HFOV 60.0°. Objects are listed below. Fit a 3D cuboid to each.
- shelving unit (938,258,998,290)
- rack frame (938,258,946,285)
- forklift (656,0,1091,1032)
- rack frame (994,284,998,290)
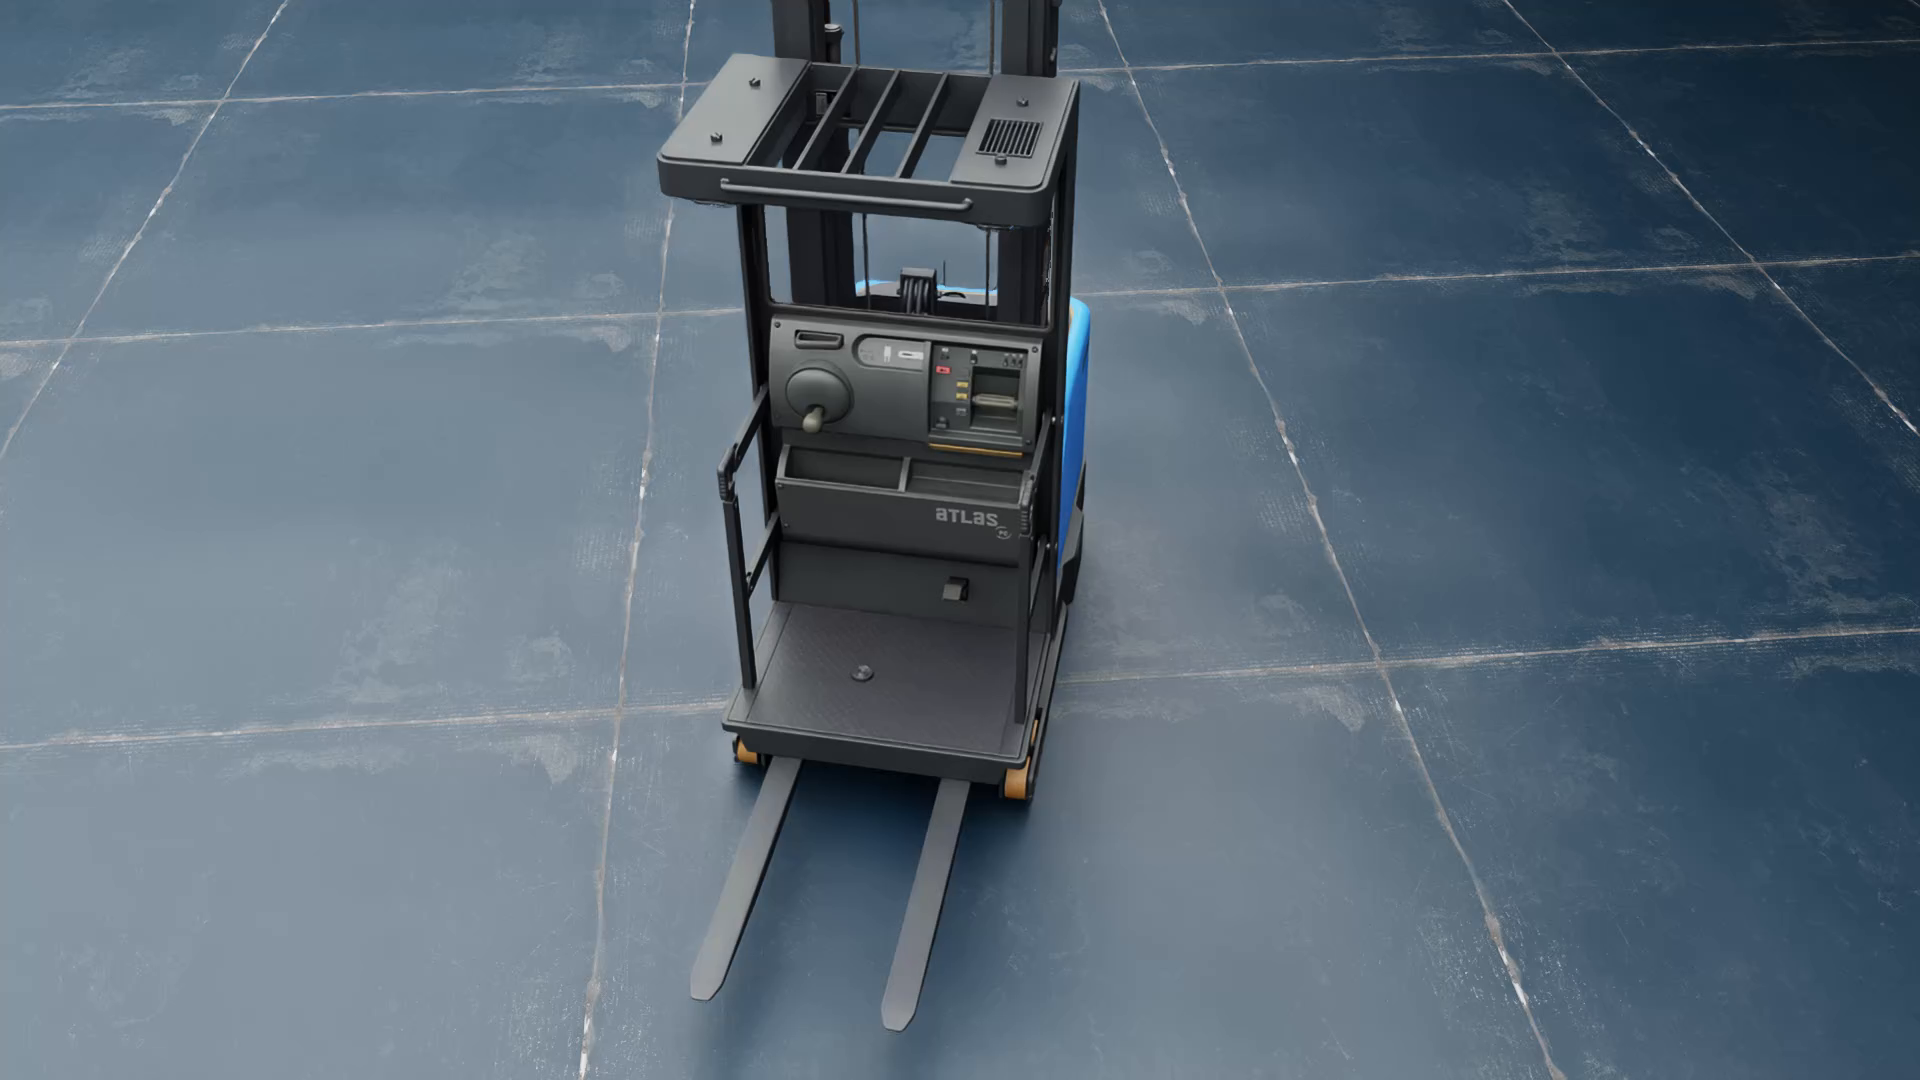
[{"bbox_3d":[0.041,-0.715,7.308,0.252,1.050,0.215,6,39,7],"label":"shelving unit"},{"bbox_3d":[-0.080,-0.727,7.324,0.008,1.050,0.200,6,39,7],"label":"rack frame"},{"bbox_3d":[-0.226,-0.454,5.459,1.130,2.935,3.031,6,39,8],"label":"forklift"},{"bbox_3d":[0.161,-0.702,7.292,0.008,1.050,0.200,6,39,7],"label":"rack frame"}]
